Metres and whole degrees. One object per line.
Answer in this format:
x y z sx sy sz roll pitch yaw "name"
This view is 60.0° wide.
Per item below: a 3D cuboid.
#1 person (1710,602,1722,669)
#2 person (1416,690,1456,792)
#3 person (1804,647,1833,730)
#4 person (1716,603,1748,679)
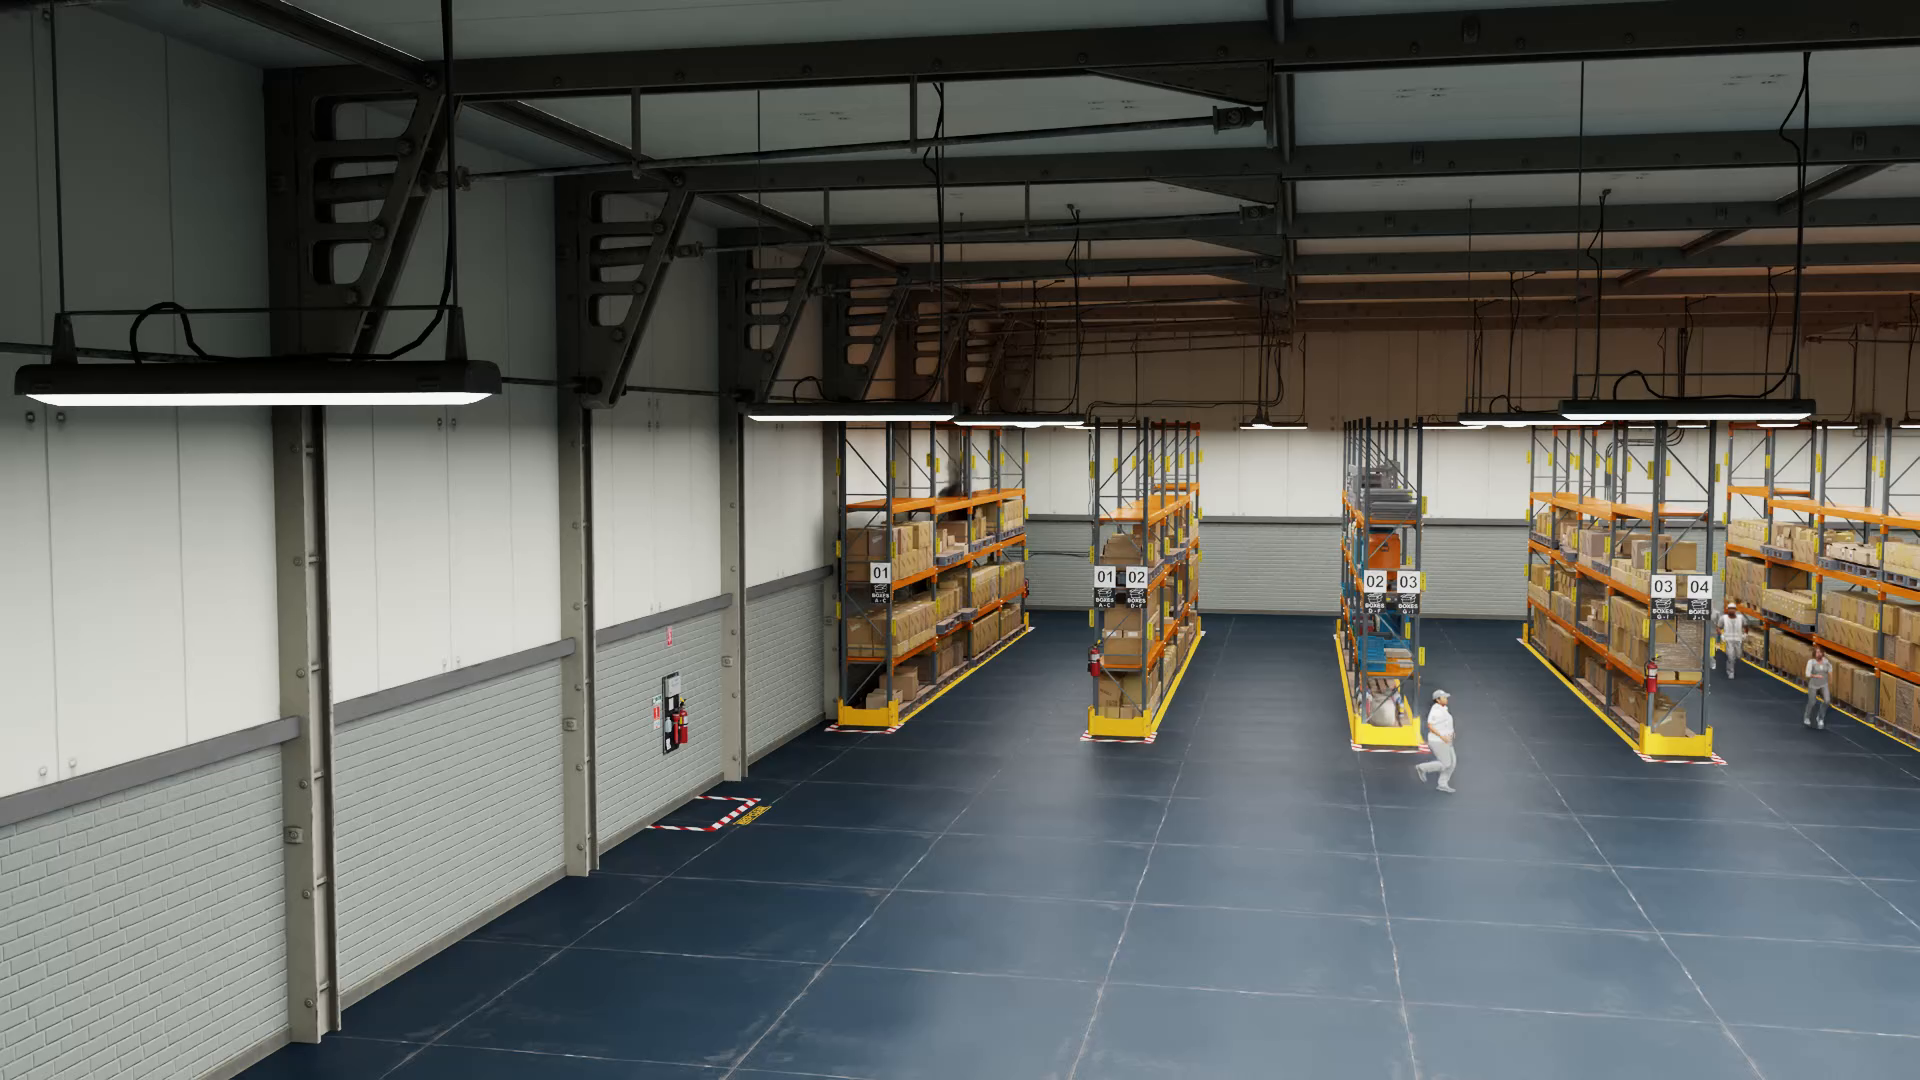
18.342 2.287 40.719 0.566 1.658 0.933 1 4 9 "person"
7.613 3.198 26.523 0.607 1.629 0.608 2 4 28 "person"
16.536 2.853 32.009 0.548 1.562 0.808 1 4 12 "person"
17.994 2.342 38.784 0.659 1.748 0.576 1 4 15 "person"
